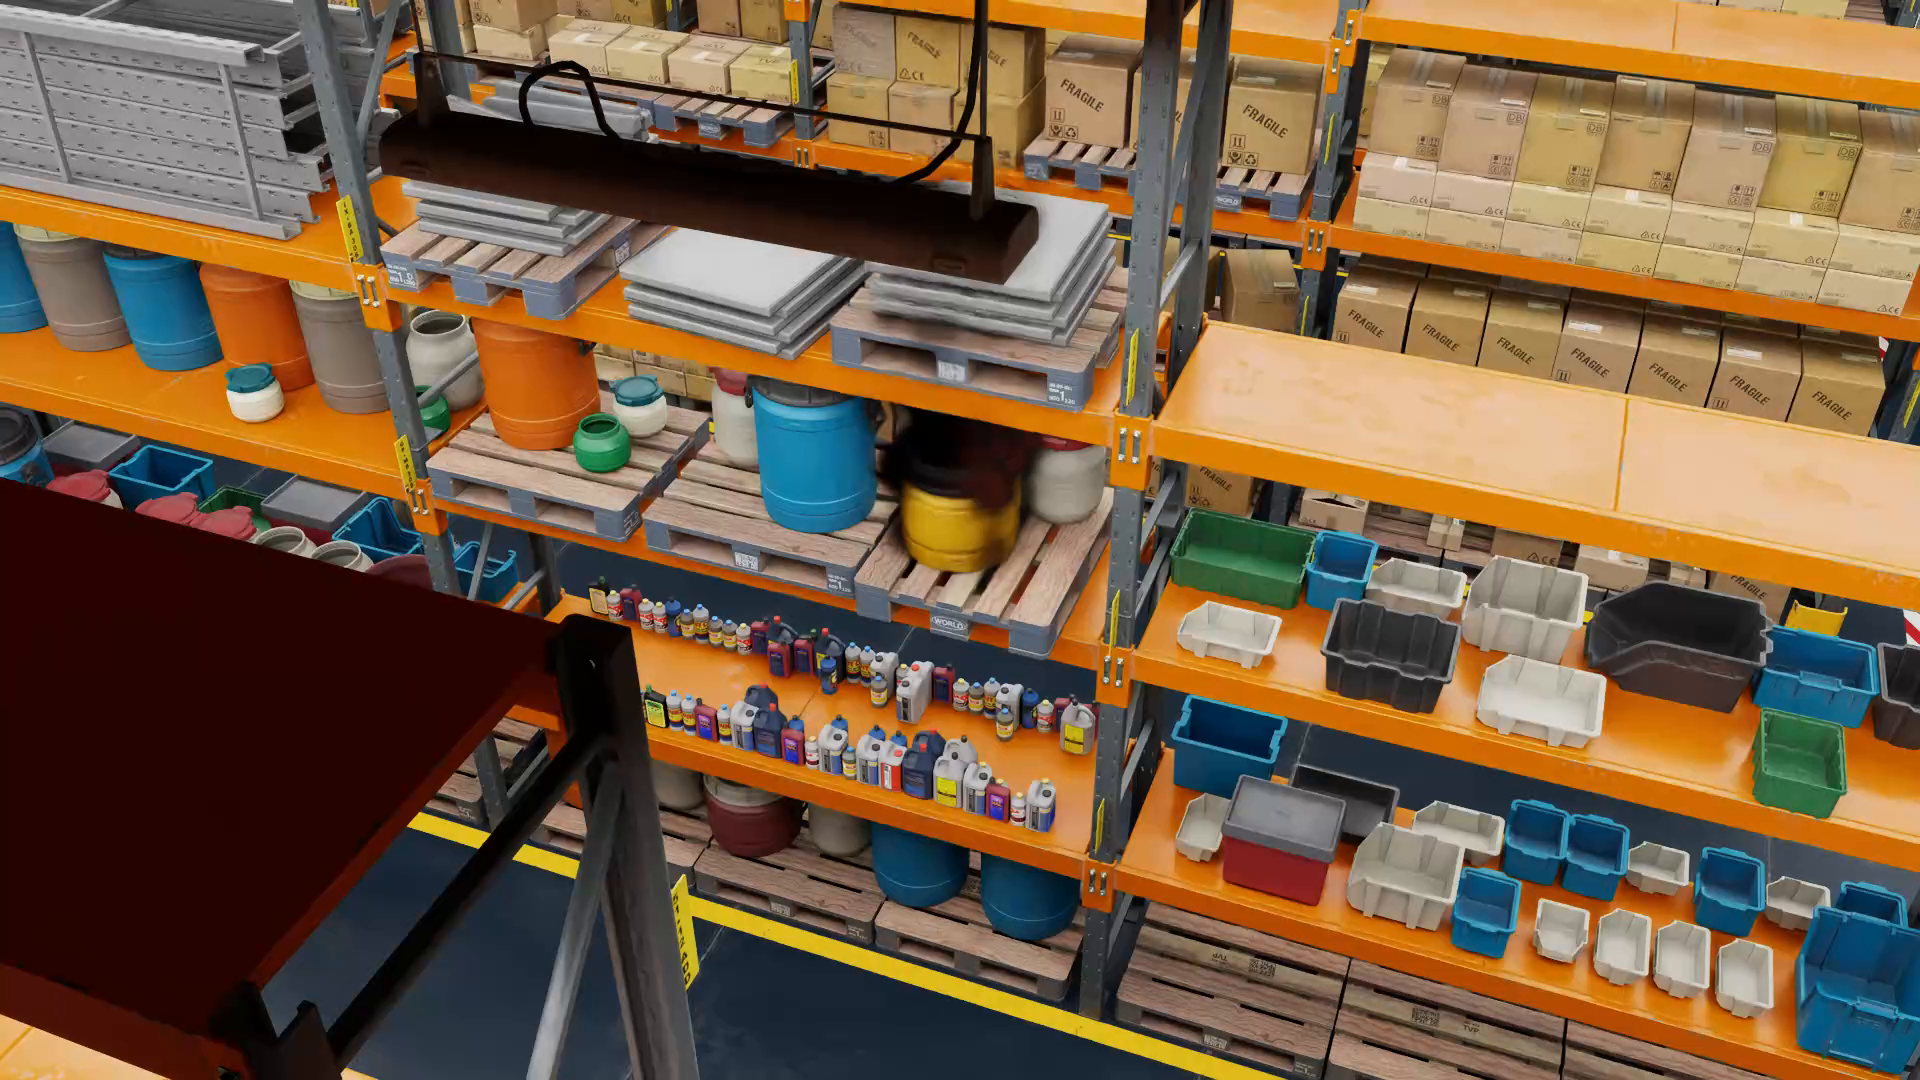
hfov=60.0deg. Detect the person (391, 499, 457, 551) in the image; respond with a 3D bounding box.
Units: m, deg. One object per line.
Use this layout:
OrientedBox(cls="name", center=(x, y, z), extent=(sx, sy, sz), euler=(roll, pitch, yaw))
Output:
OrientedBox(cls="person", center=(-4.097, -0.369, 12.484), extent=(0.608, 1.666, 0.612), euler=(9, 37, 12))
